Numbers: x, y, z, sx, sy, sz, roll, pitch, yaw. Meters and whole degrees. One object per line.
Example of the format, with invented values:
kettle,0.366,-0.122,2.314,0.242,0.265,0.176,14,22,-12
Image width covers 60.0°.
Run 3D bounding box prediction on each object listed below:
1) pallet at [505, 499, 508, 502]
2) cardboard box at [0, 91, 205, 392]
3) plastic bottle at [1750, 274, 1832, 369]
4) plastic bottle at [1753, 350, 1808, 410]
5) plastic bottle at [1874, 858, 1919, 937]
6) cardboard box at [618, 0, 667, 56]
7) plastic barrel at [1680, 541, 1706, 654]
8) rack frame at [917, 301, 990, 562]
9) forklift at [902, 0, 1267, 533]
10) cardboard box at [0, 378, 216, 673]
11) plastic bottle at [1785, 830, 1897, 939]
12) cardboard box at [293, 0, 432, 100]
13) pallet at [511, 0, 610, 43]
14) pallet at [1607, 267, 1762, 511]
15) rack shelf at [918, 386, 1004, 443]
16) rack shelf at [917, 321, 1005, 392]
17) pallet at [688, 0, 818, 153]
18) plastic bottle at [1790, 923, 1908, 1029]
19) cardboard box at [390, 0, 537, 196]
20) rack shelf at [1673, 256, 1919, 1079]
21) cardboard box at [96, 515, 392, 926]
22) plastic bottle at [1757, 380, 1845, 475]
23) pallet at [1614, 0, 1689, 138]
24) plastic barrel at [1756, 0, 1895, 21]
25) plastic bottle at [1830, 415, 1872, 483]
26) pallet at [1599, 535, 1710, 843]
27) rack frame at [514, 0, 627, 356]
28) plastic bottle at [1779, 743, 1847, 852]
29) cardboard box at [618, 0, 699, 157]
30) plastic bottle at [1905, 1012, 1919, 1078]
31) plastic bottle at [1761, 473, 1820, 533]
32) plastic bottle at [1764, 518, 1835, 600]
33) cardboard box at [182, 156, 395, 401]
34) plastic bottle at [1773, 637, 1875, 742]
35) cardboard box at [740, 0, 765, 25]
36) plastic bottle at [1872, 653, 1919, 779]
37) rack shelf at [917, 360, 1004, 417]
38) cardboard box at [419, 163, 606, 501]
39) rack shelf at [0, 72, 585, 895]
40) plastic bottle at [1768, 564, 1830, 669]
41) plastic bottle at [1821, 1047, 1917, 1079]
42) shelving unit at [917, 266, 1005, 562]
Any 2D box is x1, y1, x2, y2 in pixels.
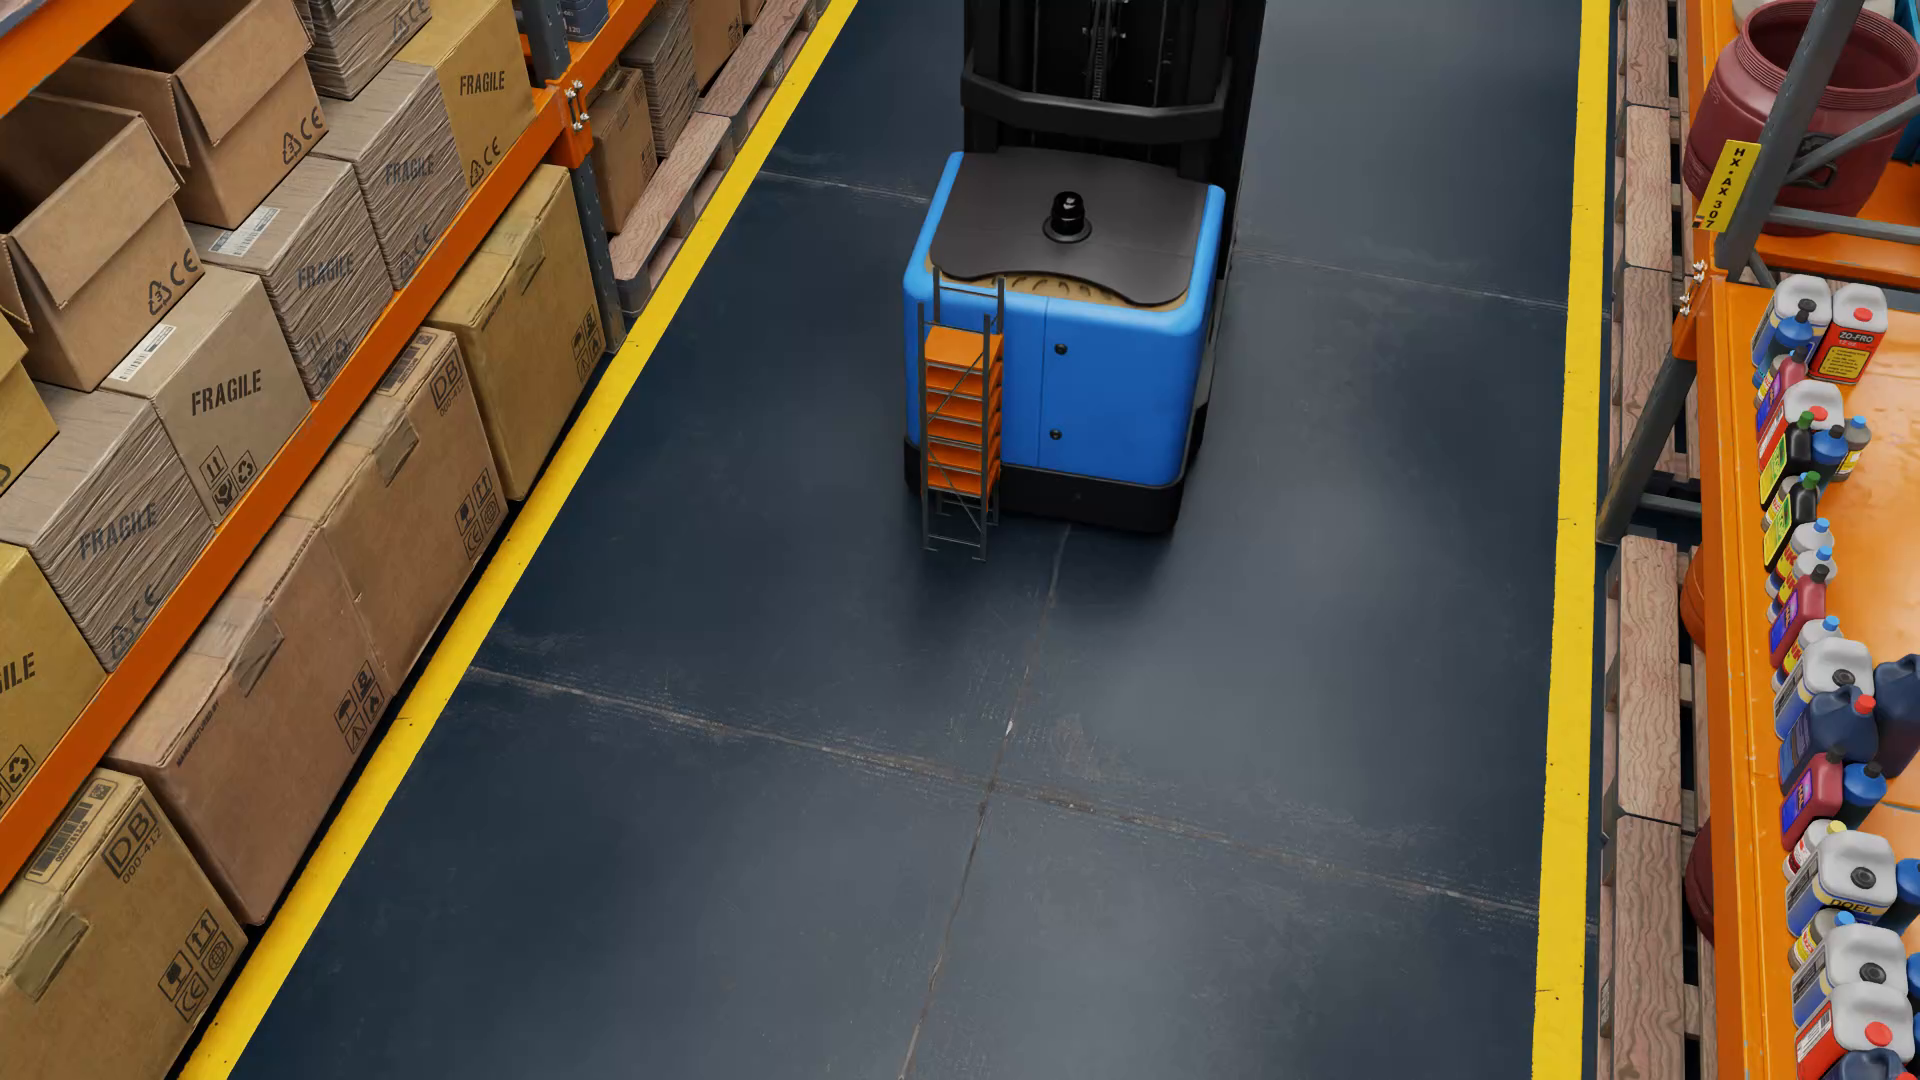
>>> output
pallet,-2.180,-0.423,6.483,1.003,0.211,1.213,12,50,10
cardboard box,-2.452,-0.783,4.205,0.797,0.503,0.637,13,50,11
plastic bottle,2.453,-0.634,4.891,0.152,0.276,0.135,12,50,10
plastic bottle,2.370,-0.460,4.788,0.097,0.201,0.097,0,49,0
plastic bottle,2.068,0.780,3.647,0.097,0.271,0.097,0,49,0
cardboard box,-1.622,-2.344,7.192,0.500,0.250,0.500,17,51,14
plastic barrel,2.766,0.013,5.406,0.600,0.830,0.708,12,50,10
rack frame,-0.020,-0.341,5.751,0.240,1.200,0.006,12,50,10
forklift,0.609,-2.127,6.173,1.130,2.935,3.031,9,49,8
cardboard box,-2.327,-0.050,4.227,0.500,0.500,0.500,11,49,9
plastic bottle,1.943,0.768,3.655,0.152,0.276,0.135,12,50,10
cardboard box,-2.108,-1.741,5.050,0.797,0.503,0.637,13,50,11
pallet,-1.815,-2.374,6.473,1.213,0.211,1.003,12,50,10
pallet,3.120,-0.554,6.598,1.003,0.211,1.213,12,50,10
rack shelf,0.004,-0.458,5.753,0.258,0.103,0.180,12,50,10
rack shelf,0.004,-0.616,5.573,0.258,0.103,0.180,12,50,10
pallet,-1.370,-2.423,8.248,1.003,0.211,1.213,12,50,10
plastic bottle,1.882,0.935,3.507,0.152,0.276,0.135,12,50,10
cardboard box,-1.790,-1.528,5.532,0.500,0.500,0.500,13,50,11
rack shelf,2.352,0.761,4.058,1.077,0.370,4.000,12,50,10
cardboard box,-2.569,0.443,4.996,1.225,0.875,0.875,10,49,9
plastic bottle,2.331,-0.299,4.596,0.152,0.276,0.135,12,50,10
pallet,3.762,-2.319,8.156,1.003,0.211,1.213,12,50,10
plastic barrel,2.943,-1.747,5.717,0.421,0.512,0.421,0,49,0
plastic bottle,2.456,-0.263,4.614,0.097,0.201,0.097,0,49,0
pallet,2.711,0.577,5.600,1.003,0.211,1.213,12,50,10
rack frame,-1.900,-1.901,5.927,1.000,3.000,0.127,12,50,10
plastic bottle,1.960,0.589,3.808,0.061,0.283,0.133,12,50,10
cardboard box,-1.609,-2.112,7.487,0.700,0.500,0.500,8,49,7
plastic bottle,1.972,1.045,3.413,0.097,0.271,0.097,0,49,0
plastic bottle,2.239,-0.099,4.469,0.097,0.201,0.097,0,49,0
plastic bottle,2.178,0.045,4.296,0.097,0.271,0.097,0,49,0
cardboard box,-2.061,-0.793,4.882,0.500,0.500,0.500,10,49,9
plastic bottle,2.088,0.370,4.006,0.152,0.276,0.135,12,50,10
cardboard box,-1.320,-2.927,8.206,0.700,0.500,0.500,8,49,7
plastic bottle,2.224,0.392,3.936,0.144,0.351,0.185,12,50,10
rack shelf,0.004,-0.537,5.663,0.258,0.103,0.180,12,50,10
cardboard box,-2.101,-0.842,6.130,1.225,0.875,0.875,9,49,8
rack shelf,-2.426,-0.217,4.920,1.077,0.370,4.000,12,50,10
plastic bottle,2.105,0.191,4.159,0.061,0.283,0.133,12,50,10
plastic bottle,1.801,1.123,3.291,0.144,0.351,0.185,12,50,10
shelving unit,0.004,-0.407,5.809,0.258,1.200,0.189,12,50,10
